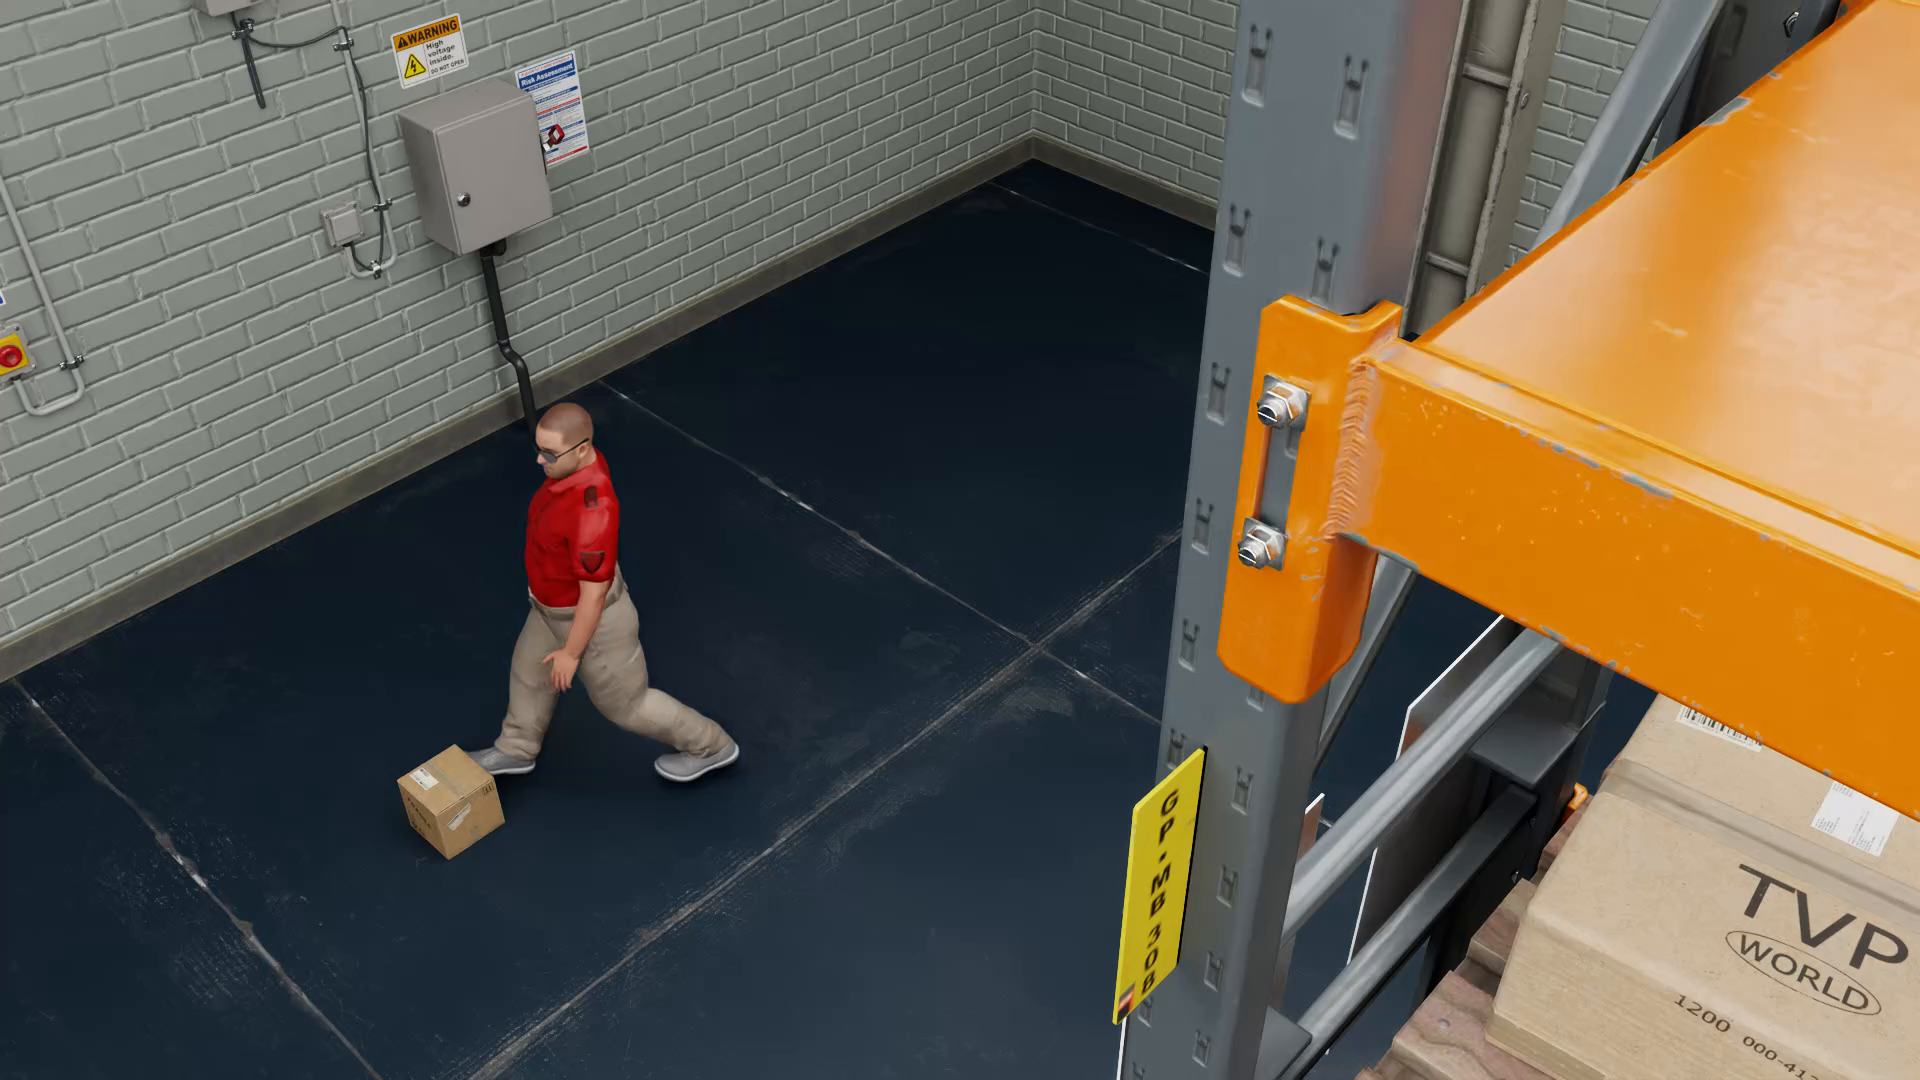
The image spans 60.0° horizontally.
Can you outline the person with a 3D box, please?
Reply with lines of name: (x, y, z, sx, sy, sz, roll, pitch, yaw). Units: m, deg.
person: (-1.405, 0.257, 5.884, 1.048, 1.665, 0.562, -13, 41, -16)
